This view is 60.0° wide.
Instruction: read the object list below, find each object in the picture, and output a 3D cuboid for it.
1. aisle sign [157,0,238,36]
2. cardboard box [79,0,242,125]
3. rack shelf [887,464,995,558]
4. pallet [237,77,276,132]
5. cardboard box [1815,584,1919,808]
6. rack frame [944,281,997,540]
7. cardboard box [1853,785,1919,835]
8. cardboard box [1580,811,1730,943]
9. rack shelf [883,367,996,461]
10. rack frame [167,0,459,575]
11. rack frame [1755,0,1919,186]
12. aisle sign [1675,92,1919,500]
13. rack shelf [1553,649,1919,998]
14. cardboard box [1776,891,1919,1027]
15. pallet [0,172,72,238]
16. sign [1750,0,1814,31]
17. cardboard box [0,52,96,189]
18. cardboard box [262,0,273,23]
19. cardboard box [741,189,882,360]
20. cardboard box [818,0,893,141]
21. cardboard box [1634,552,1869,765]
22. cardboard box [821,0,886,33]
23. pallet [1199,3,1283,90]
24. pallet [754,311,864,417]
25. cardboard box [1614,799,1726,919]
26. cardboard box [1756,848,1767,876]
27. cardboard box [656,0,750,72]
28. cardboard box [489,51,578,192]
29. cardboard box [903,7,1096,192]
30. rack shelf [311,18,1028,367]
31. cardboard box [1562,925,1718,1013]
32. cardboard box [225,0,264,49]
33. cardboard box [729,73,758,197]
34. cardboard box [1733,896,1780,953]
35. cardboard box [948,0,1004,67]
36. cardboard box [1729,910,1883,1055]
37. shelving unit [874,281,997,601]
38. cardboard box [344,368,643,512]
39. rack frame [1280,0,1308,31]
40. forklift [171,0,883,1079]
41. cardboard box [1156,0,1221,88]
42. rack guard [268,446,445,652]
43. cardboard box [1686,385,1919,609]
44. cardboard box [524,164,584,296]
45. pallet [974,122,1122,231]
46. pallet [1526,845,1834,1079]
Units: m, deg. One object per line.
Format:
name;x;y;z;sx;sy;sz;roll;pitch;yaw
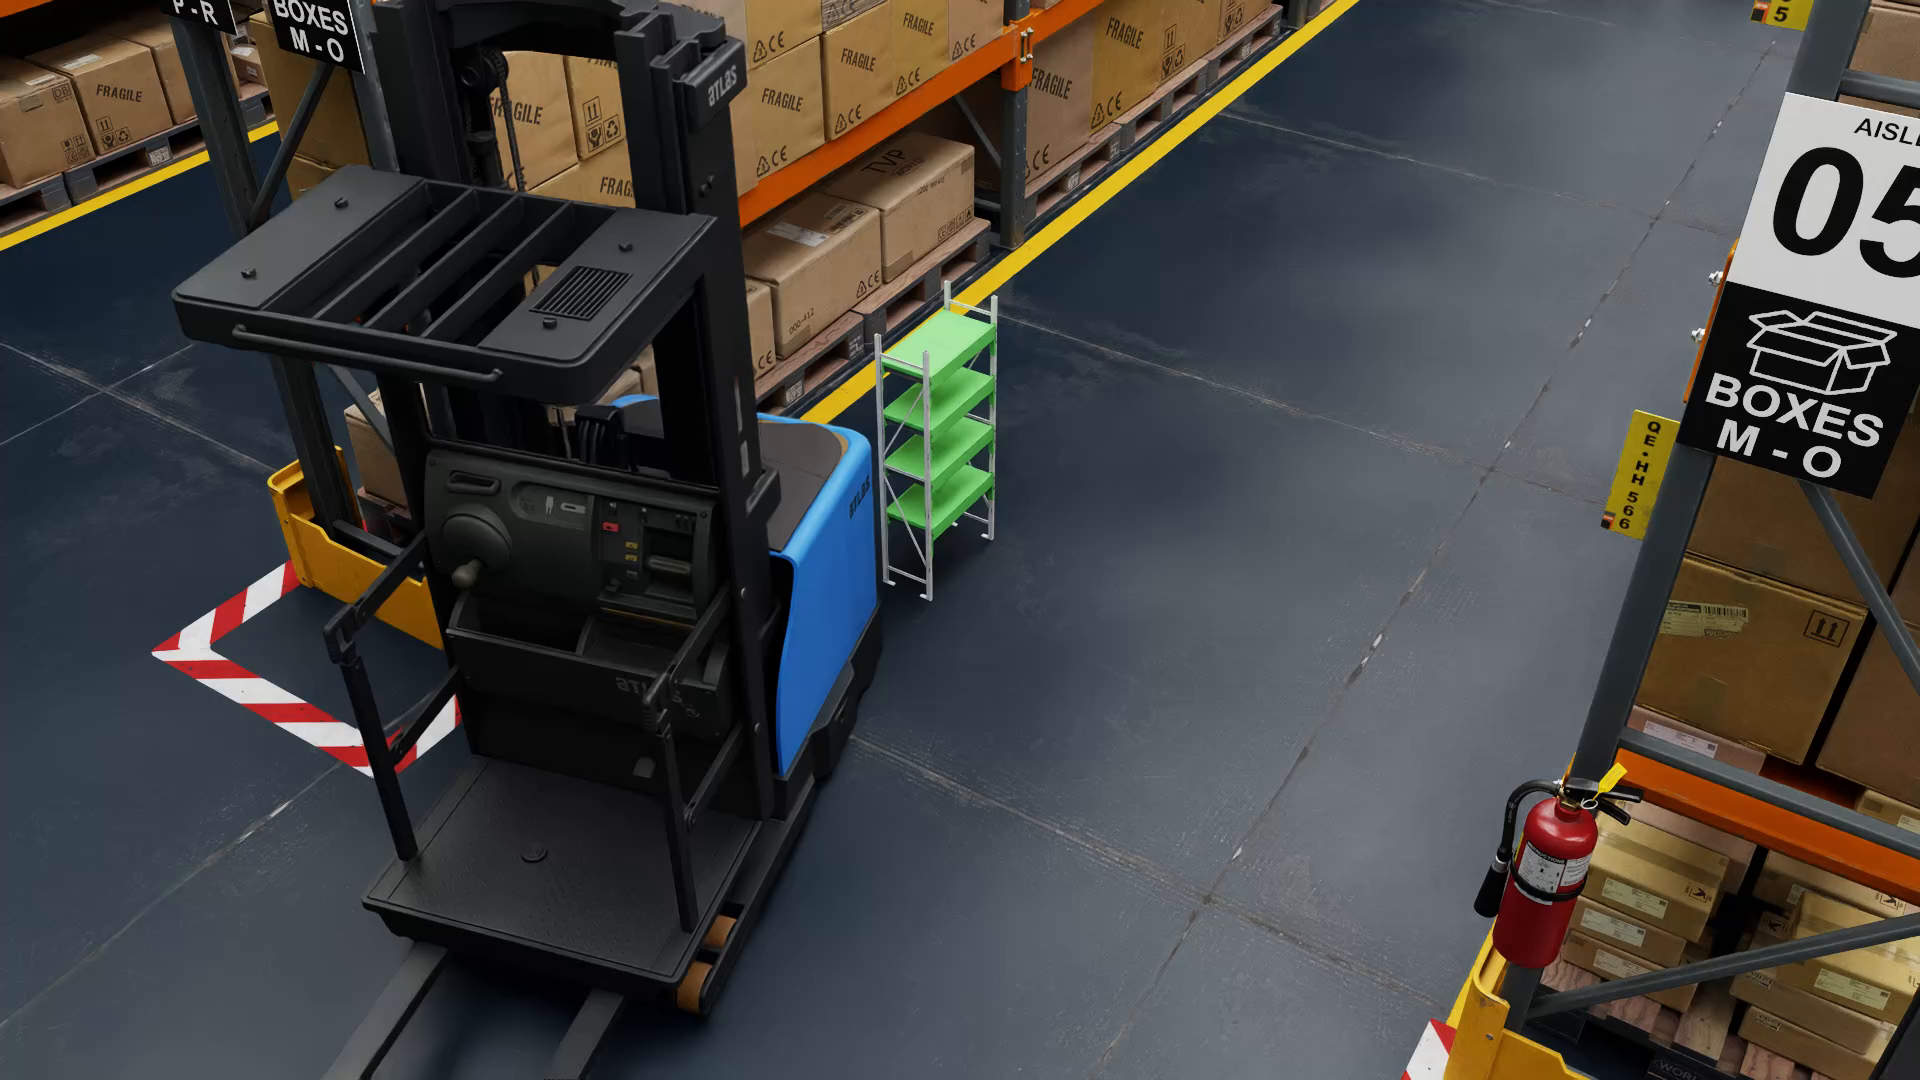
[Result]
aisle sign;-2.535;-2.029;5.297;0.394;0.787;0.004;21;42;25
cardboard box;-4.973;-2.981;10.364;0.700;0.500;0.500;20;42;23
rack shelf;-0.089;-0.149;6.959;0.258;0.148;0.480;21;42;25
pallet;-4.653;-3.161;11.178;1.003;0.211;1.213;21;42;25
cardboard box;2.473;0.333;4.036;0.500;0.500;0.500;23;43;27
rack frame;0.042;-0.516;6.936;0.240;1.200;0.015;21;42;25
cardboard box;2.450;0.671;4.128;0.380;0.149;0.250;21;42;25
cardboard box;2.069;1.003;4.996;0.380;0.149;0.250;22;43;26
rack shelf;-0.089;-0.529;6.665;0.258;0.148;0.480;21;42;25
rack frame;-2.234;-0.936;6.007;1.000;3.000;0.127;21;42;25
rack frame;1.999;-1.744;2.142;1.000;3.000;0.127;21;42;25
aisle sign;1.707;-0.459;3.259;0.394;0.787;0.004;21;42;25
rack shelf;3.071;-0.115;5.531;1.077;0.370;4.000;21;42;25
cardboard box;2.567;1.200;4.741;0.380;0.149;0.250;19;42;23
pallet;-5.961;-1.903;9.546;1.003;0.211;1.213;21;42;25
sign;1.542;-1.099;3.037;0.100;0.325;0.005;21;42;25
cardboard box;-5.529;-2.446;9.669;0.700;0.500;0.500;23;43;27
cardboard box;-2.211;-1.879;5.798;0.380;0.149;0.250;22;43;26
cardboard box;-0.997;-1.399;8.362;0.875;0.438;0.875;20;42;24
cardboard box;-0.652;-2.184;7.544;0.500;0.500;0.500;21;42;24
cardboard box;2.023;0.158;4.262;0.500;0.500;0.500;22;43;26
cardboard box;-0.654;-2.575;7.233;0.500;0.500;0.500;22;43;26
pallet;1.566;-3.574;11.713;1.003;0.211;1.213;21;42;25
pallet;-1.218;-0.895;8.239;1.003;0.211;1.213;21;42;25
cardboard box;2.227;0.994;5.251;0.380;0.149;0.250;20;42;24
cardboard box;2.748;1.012;5.227;0.380;0.149;0.250;22;43;26
cardboard box;-1.197;-2.062;6.567;0.500;0.500;0.500;21;42;25
cardboard box;-1.737;-1.525;5.871;0.500;0.500;0.500;20;42;24
cardboard box;0.173;-2.668;9.651;0.875;0.875;0.875;23;43;26
rack shelf;-1.163;-1.682;7.564;1.077;0.370;4.000;21;42;25
cardboard box;2.105;1.255;5.157;0.380;0.149;0.250;22;43;26
cardboard box;-4.838;-3.458;11.137;0.500;0.311;0.500;23;43;27
cardboard box;-1.200;-1.655;6.858;0.500;0.500;0.500;21;42;25
cardboard box;2.622;1.267;5.141;0.380;0.149;0.250;21;42;25
cardboard box;-0.124;-2.715;8.233;0.500;0.500;0.500;22;43;26
cardboard box;2.497;1.290;4.867;0.380;0.149;0.250;23;43;27
shelving unit;-0.089;-0.390;6.773;0.258;1.200;0.503;21;42;25
cardboard box;-1.965;-0.460;7.145;0.875;0.438;0.875;20;42;24
rack frame;2.052;-5.060;11.357;1.000;3.000;0.127;21;42;25
forklift;-1.224;0.070;4.759;1.130;2.935;3.031;11;39;13
cardboard box;1.130;-3.597;10.856;0.875;0.875;0.875;22;43;26
rack guard;-2.247;0.067;6.754;1.175;0.500;0.348;21;42;25
cardboard box;2.035;-0.239;3.959;0.500;0.500;0.500;20;42;24
cardboard box;-1.735;-1.129;6.175;0.500;0.500;0.500;21;42;25
pallet;0.258;-2.316;10.081;1.003;0.211;1.213;21;42;25
pallet;2.505;1.289;5.404;1.003;0.211;1.213;21;42;25
